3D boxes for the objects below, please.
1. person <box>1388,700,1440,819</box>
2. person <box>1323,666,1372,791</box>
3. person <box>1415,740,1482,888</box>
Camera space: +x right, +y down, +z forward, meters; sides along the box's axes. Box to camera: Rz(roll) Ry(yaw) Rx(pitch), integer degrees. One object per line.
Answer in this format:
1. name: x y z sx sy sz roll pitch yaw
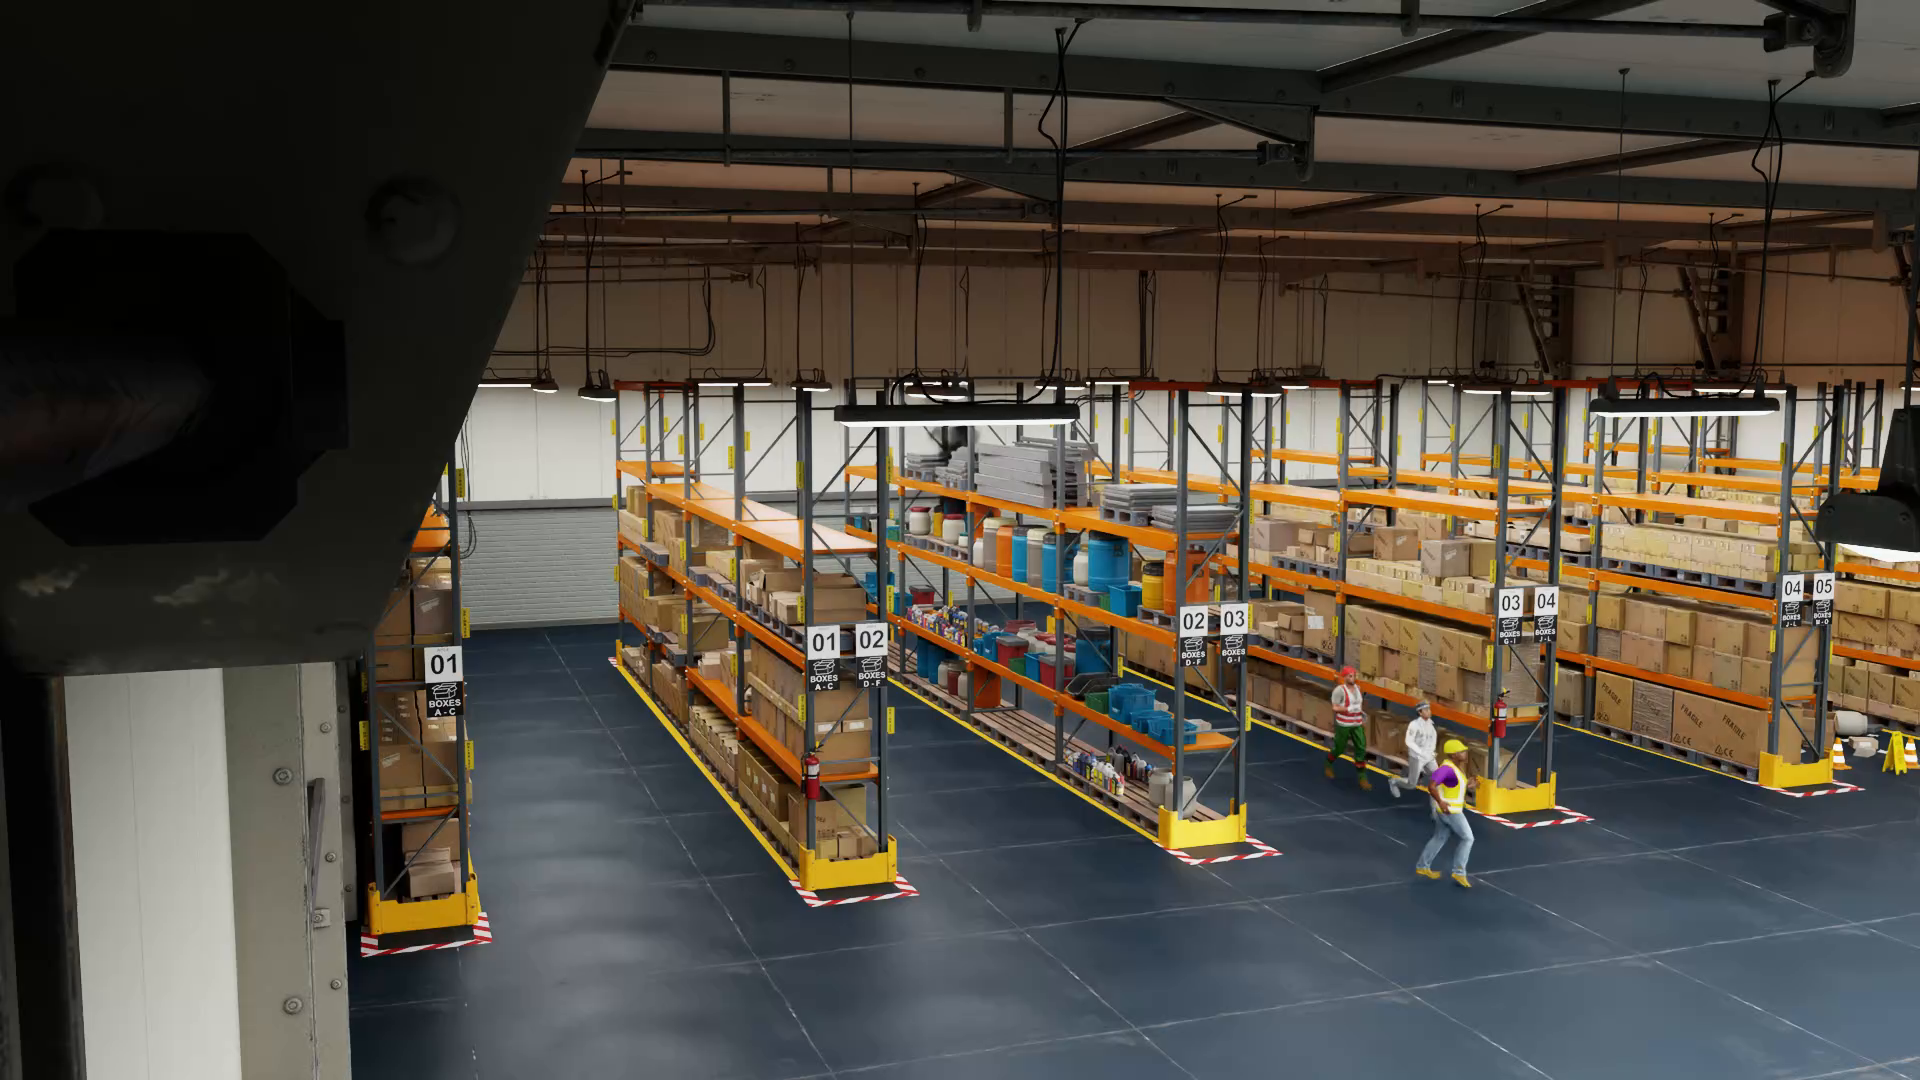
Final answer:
1. person: 6.445 3.059 23.316 0.592 1.694 1.025 -3 7 -28
2. person: 5.835 2.781 24.957 0.661 1.790 0.969 -2 7 -22
3. person: 5.965 3.330 20.279 0.767 1.836 0.661 1 6 9
